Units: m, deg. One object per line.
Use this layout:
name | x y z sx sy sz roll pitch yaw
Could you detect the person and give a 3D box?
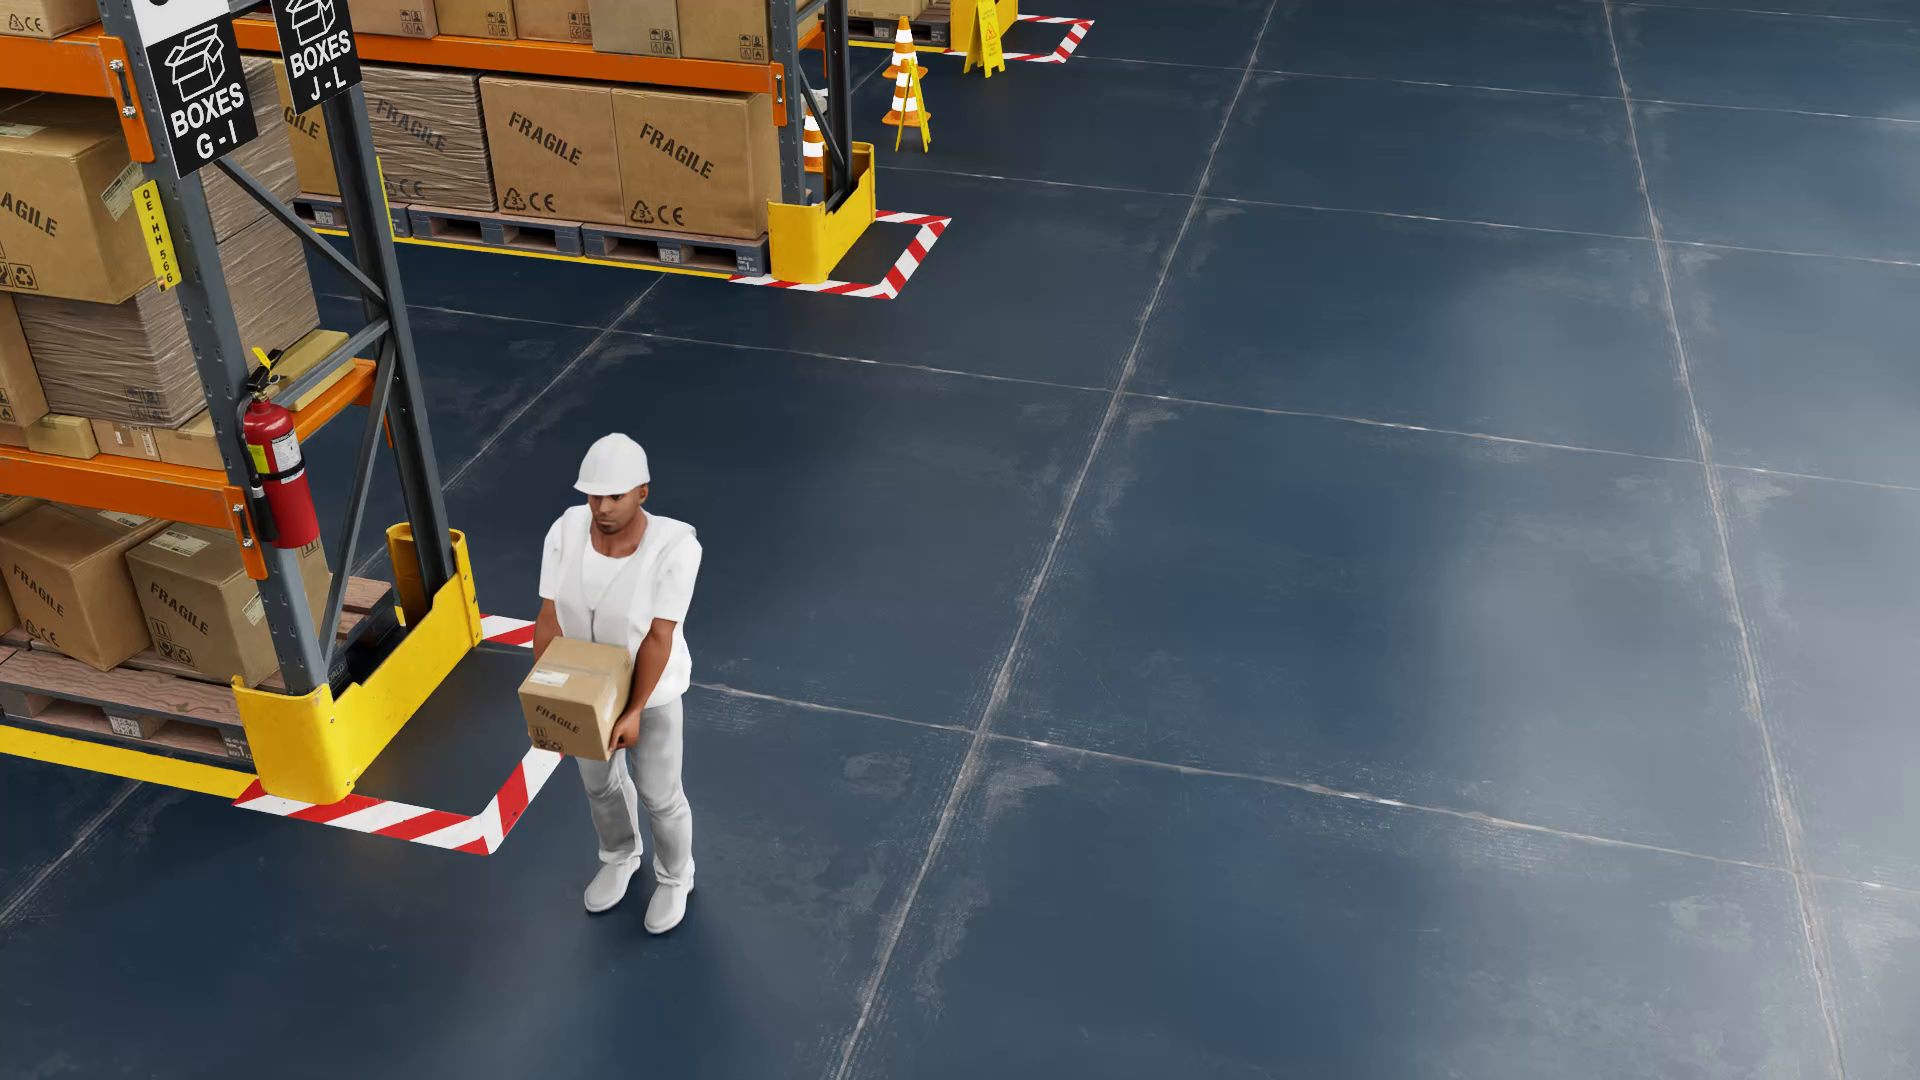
person | -1.092 0.516 5.315 0.503 1.761 0.577 8 34 13
